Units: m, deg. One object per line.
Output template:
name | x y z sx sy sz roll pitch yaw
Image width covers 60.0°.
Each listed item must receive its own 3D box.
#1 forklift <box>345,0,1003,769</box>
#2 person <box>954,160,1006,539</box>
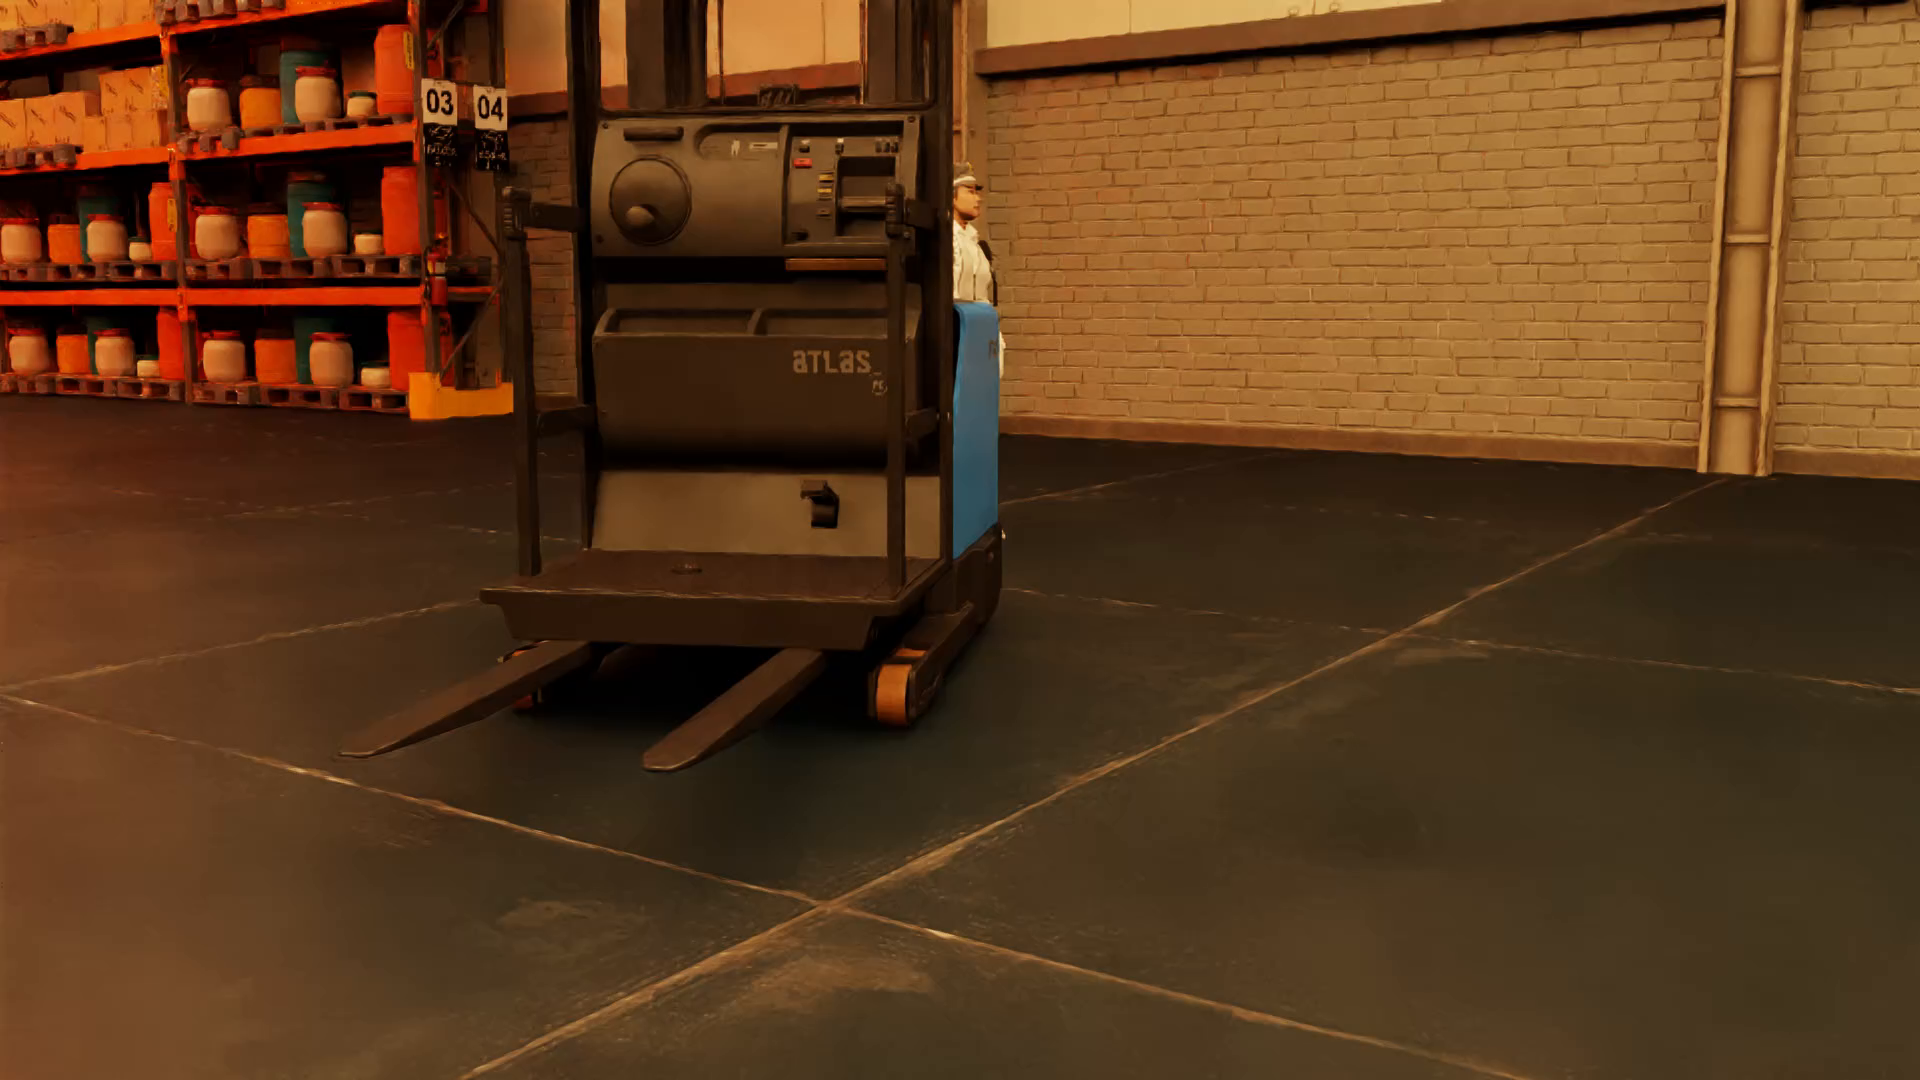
forklift | -0.600 -1.030 4.438 1.130 2.935 3.031 1 8 9
person | 0.052 -0.840 7.440 0.533 1.695 0.586 5 10 34
